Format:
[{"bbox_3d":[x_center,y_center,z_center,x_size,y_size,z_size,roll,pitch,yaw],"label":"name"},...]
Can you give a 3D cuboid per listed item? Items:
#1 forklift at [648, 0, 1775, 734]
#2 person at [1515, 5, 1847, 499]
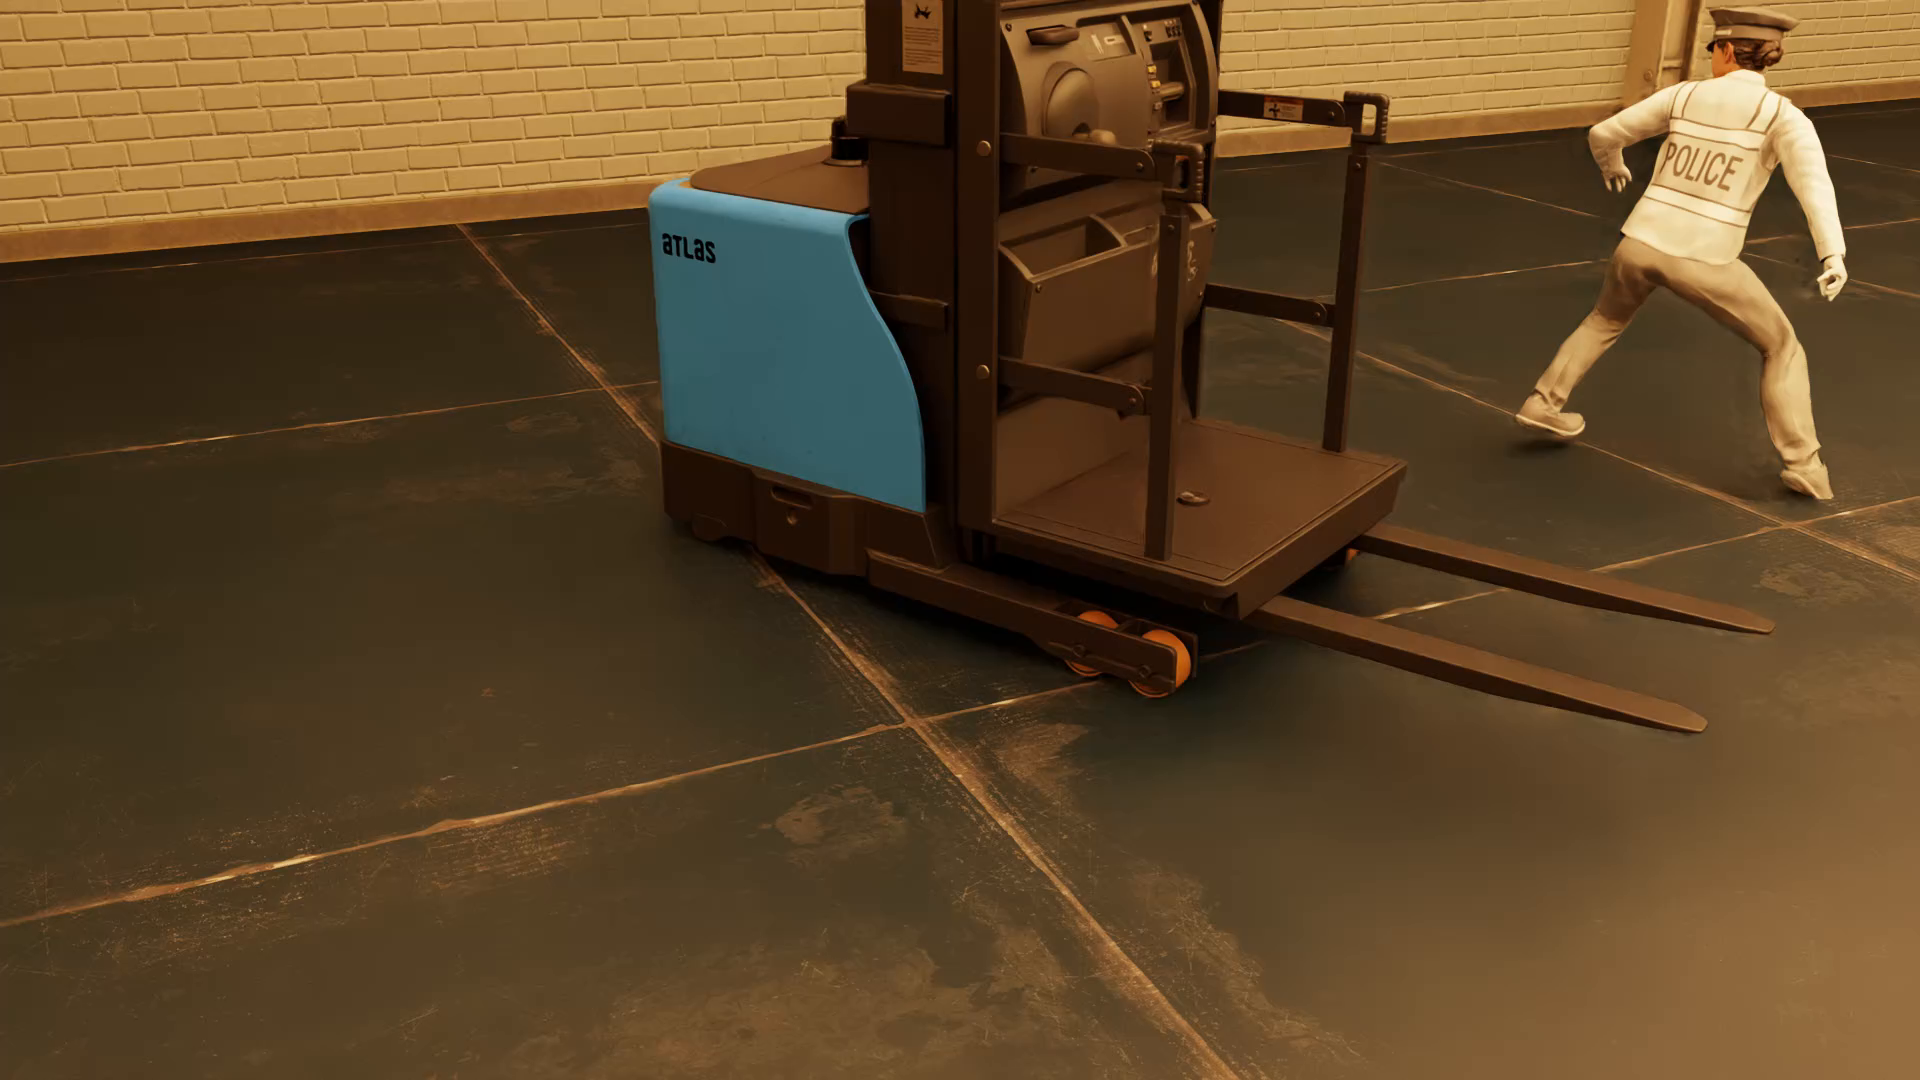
[{"bbox_3d":[0.568,-1.190,4.150,3.031,2.935,1.130,16,27,34],"label":"forklift"},{"bbox_3d":[2.436,-0.885,5.422,0.526,1.621,1.014,-18,29,-37],"label":"person"}]
